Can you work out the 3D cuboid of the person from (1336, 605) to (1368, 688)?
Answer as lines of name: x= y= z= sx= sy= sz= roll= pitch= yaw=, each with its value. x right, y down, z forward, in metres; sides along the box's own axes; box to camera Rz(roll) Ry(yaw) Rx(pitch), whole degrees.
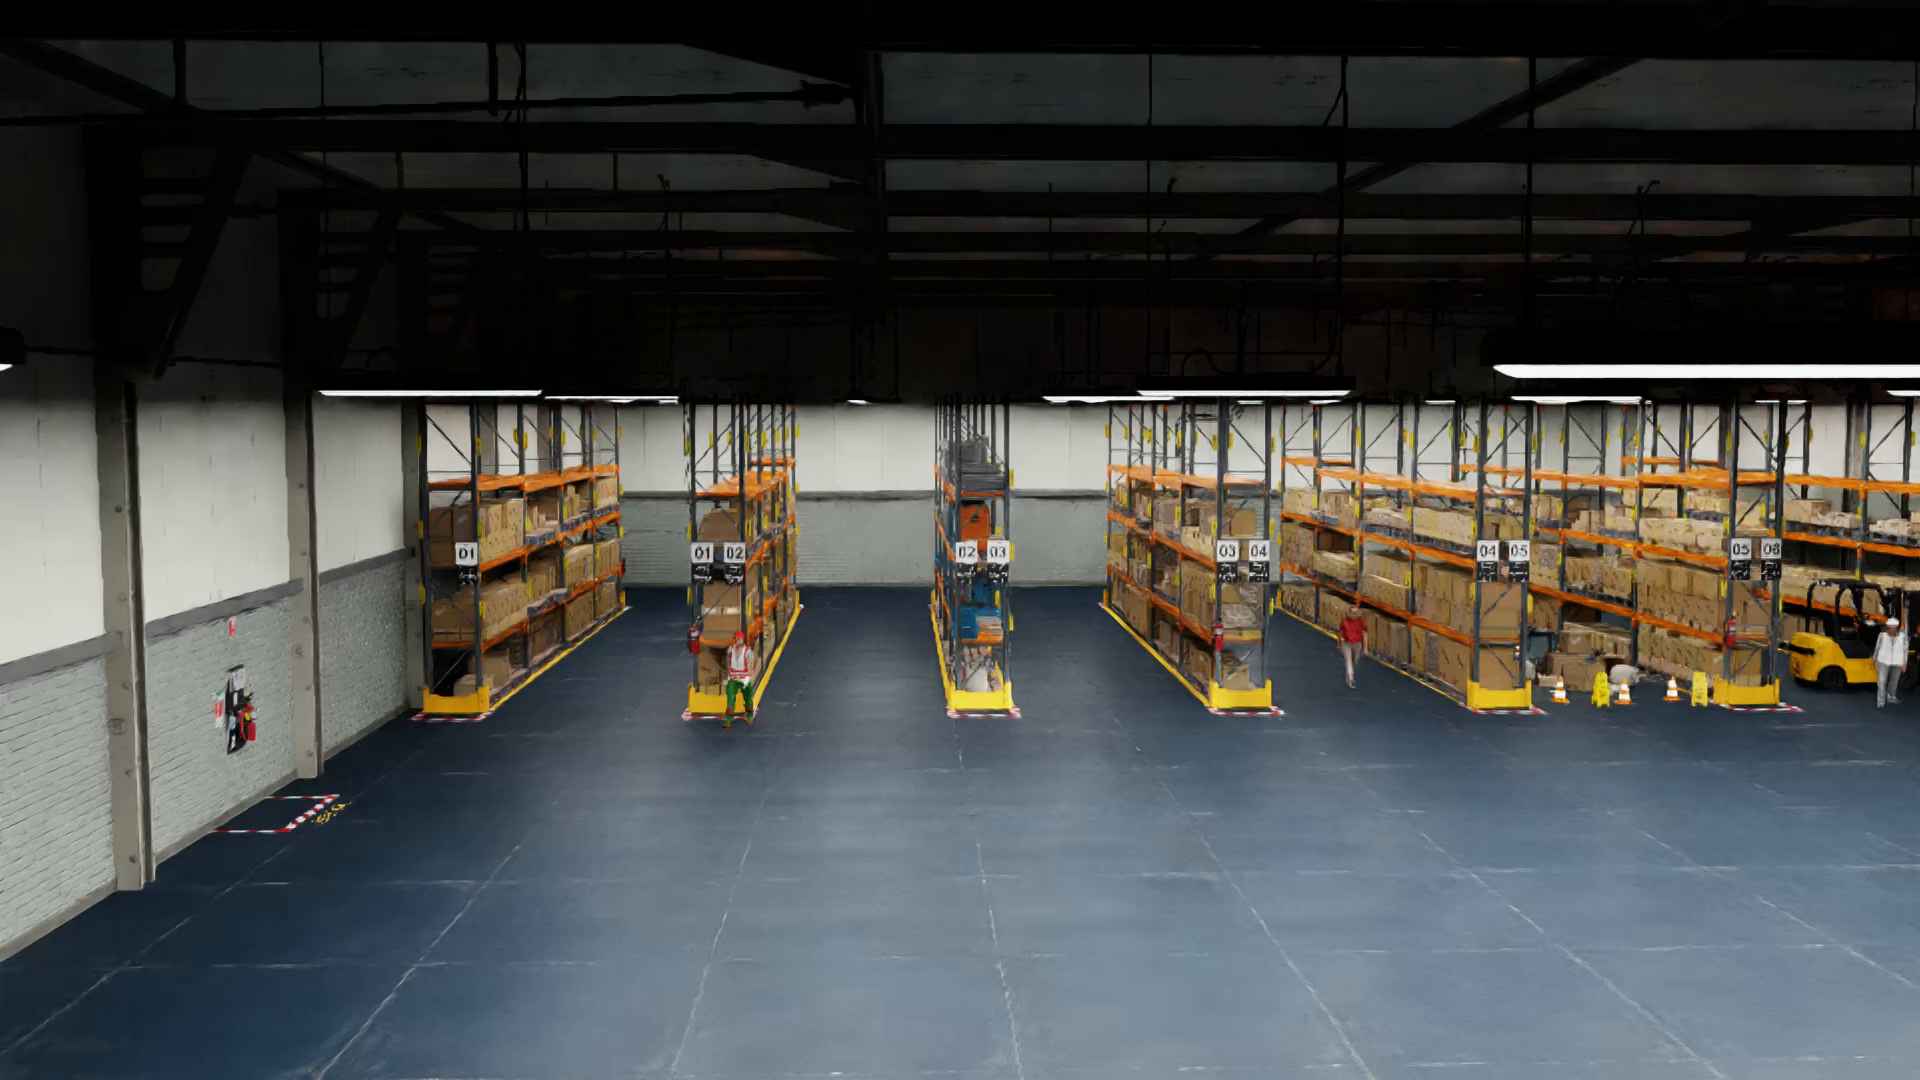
person: x=8.037 y=2.162 z=33.989 sx=0.557 sy=1.669 sz=1.030 roll=0 pitch=5 yaw=-3

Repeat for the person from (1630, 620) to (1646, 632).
person: x=16.816 y=1.563 z=41.331 sx=0.569 sy=1.668 sz=0.562 roll=2 pitch=5 yaw=28

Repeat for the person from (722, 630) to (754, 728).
person: x=-3.929 y=2.467 z=29.674 sx=0.535 sy=1.725 sz=1.024 roll=1 pitch=5 yaw=7

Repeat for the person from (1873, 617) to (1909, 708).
person: x=17.748 y=2.325 z=31.710 sx=0.566 sy=1.732 sz=0.953 roll=2 pitch=5 yaw=21
